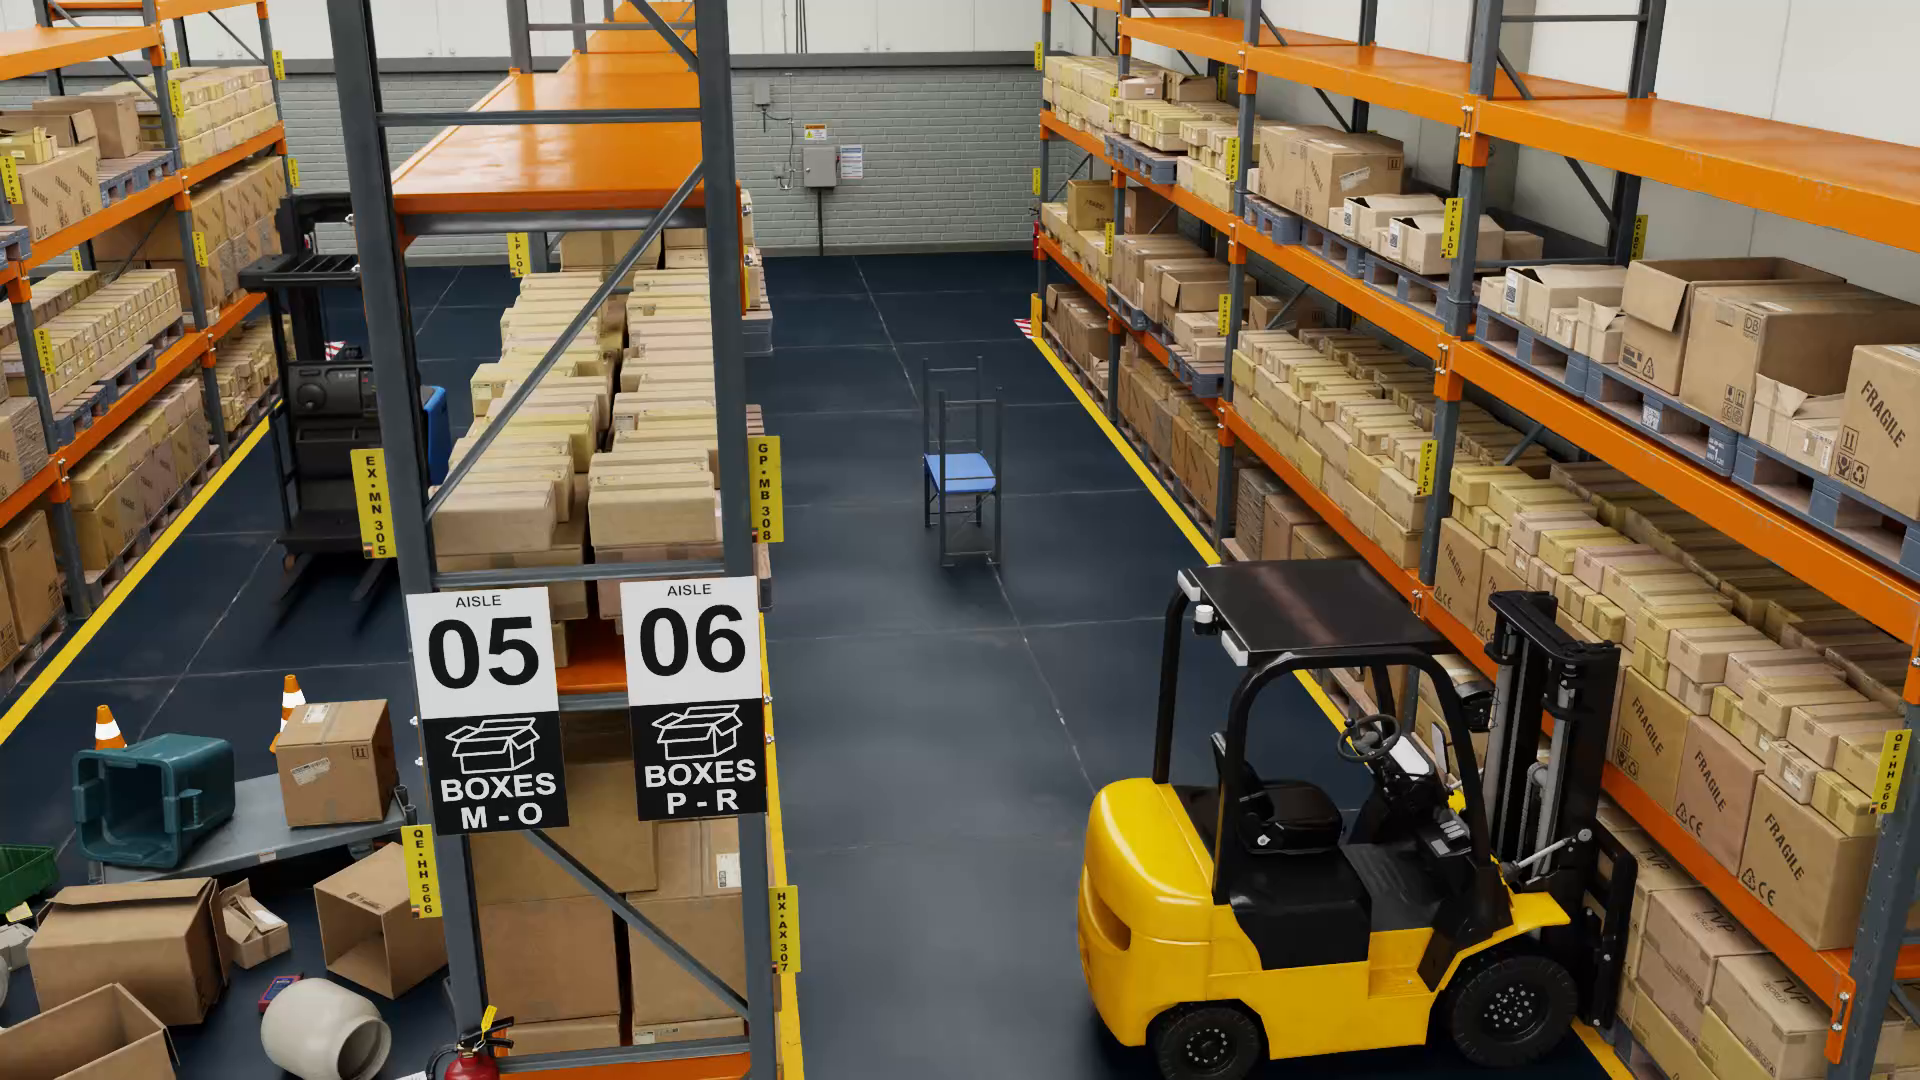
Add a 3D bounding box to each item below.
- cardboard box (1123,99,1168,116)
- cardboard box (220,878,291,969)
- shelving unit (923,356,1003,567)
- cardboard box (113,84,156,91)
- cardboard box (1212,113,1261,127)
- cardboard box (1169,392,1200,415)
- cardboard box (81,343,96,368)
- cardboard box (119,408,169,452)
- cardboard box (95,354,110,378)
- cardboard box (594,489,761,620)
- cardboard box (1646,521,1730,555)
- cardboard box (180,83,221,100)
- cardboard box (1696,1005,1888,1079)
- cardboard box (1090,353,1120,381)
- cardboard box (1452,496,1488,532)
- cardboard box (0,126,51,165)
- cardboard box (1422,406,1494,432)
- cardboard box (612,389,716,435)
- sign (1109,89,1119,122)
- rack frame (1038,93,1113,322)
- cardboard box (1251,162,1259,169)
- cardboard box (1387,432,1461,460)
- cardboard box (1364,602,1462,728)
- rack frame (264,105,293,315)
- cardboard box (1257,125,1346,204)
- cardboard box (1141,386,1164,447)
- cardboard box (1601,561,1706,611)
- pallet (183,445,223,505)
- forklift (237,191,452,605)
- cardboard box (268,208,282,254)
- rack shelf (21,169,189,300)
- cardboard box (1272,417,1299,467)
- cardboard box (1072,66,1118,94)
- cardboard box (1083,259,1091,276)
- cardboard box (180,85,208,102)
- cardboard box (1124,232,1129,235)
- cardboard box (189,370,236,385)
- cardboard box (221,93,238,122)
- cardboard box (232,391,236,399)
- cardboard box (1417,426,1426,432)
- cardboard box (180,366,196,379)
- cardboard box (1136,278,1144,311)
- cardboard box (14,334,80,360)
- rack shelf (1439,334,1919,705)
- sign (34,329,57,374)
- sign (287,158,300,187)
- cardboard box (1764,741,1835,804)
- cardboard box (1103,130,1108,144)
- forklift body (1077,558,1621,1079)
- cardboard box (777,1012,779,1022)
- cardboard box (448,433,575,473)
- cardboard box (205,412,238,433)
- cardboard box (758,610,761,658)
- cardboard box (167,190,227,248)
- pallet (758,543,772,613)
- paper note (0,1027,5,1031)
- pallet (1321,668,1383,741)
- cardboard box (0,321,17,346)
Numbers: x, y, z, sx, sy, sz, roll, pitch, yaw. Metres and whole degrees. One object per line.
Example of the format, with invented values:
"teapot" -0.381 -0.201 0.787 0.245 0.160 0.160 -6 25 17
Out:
"cardboard box" 1.791 -4.166 16.061 0.380 0.149 0.250 -3 21 -7
"cardboard box" -3.691 1.983 8.603 0.396 0.266 0.258 17 27 39
"shelving unit" 0.012 -0.673 13.949 0.538 1.500 1.048 -3 21 -8
"cardboard box" -8.249 -4.471 16.616 0.380 0.149 0.250 -3 21 -8
"cardboard box" 2.480 -3.750 14.948 0.380 0.149 0.250 -2 21 -6
"cardboard box" 2.165 -1.273 15.458 0.380 0.149 0.250 -4 21 -10
"cardboard box" -7.135 -1.458 13.241 0.380 0.149 0.250 -3 21 -8
"cardboard box" -7.213 -0.945 14.433 0.500 0.250 0.500 -4 21 -10
"cardboard box" -7.169 -1.405 13.523 0.380 0.149 0.250 -2 21 -6
"cardboard box" -0.917 0.035 5.413 0.500 0.250 0.500 -3 21 -9
"cardboard box" 3.734 0.019 8.456 0.380 0.149 0.250 -3 21 -9
"cardboard box" -7.666 -4.500 16.695 0.380 0.149 0.250 -2 21 -5
"cardboard box" 3.424 2.149 6.864 0.500 0.250 0.500 -3 21 -8
"cardboard box" 1.651 -1.928 18.472 0.396 0.266 0.258 -2 21 -6
"cardboard box" 3.012 -0.167 9.381 0.380 0.149 0.250 -3 21 -9
"cardboard box" -7.005 -2.932 12.329 0.396 0.266 0.258 -3 21 -8
"cardboard box" 3.298 -0.780 11.022 0.380 0.149 0.250 -3 21 -8
"cardboard box" -1.077 -0.446 6.129 0.380 0.149 0.250 -3 21 -8
"sign" 1.538 -4.327 16.563 0.100 0.325 0.005 -3 21 -8
"rack frame" 1.497 -4.095 20.967 1.000 3.000 0.127 -3 21 -8
"cardboard box" 2.361 -2.957 13.279 0.380 0.149 0.250 -2 21 -7
"cardboard box" 2.920 -0.574 10.469 0.380 0.149 0.250 -3 21 -8
"cardboard box" 3.140 0.796 10.667 0.875 0.625 0.625 -2 21 -5
"rack frame" -8.298 -3.559 19.531 1.000 3.000 0.127 -3 21 -8
"cardboard box" 2.513 -2.758 12.213 0.500 0.500 0.500 -3 21 -7
"cardboard box" 2.075 -1.200 16.189 0.500 0.500 0.500 -4 21 -9
"cardboard box" 3.297 0.223 7.912 0.380 0.149 0.250 -3 21 -8
"pallet" -7.608 -0.598 15.590 1.003 0.211 1.213 -3 21 -8
"forklift" -4.975 -1.227 13.386 1.130 2.935 3.031 -2 21 -5
"cardboard box" -7.910 -3.424 18.602 0.500 0.500 0.500 -3 21 -9
"rack shelf" -7.433 -2.549 13.570 1.077 0.370 4.000 -3 21 -8
"cardboard box" 2.621 -0.736 12.189 0.500 0.250 0.500 -4 21 -10
"cardboard box" 1.537 -5.111 18.475 0.500 0.250 0.500 -2 21 -6
"cardboard box" 1.582 -3.047 18.520 0.380 0.149 0.250 -3 21 -9
"cardboard box" -7.672 -4.403 16.436 0.380 0.149 0.250 -4 21 -9
"cardboard box" 2.118 -3.316 18.671 0.500 0.250 0.500 -2 21 -7
"cardboard box" -7.632 -1.627 16.983 0.380 0.149 0.250 -3 21 -9
"cardboard box" -7.773 -4.451 17.134 0.500 0.250 0.500 -4 21 -10
"cardboard box" -7.653 -1.482 17.019 0.380 0.149 0.250 -3 21 -8
"cardboard box" 3.282 -0.645 11.231 0.500 0.250 0.500 -3 21 -9
"cardboard box" -8.110 -1.690 17.151 0.380 0.149 0.250 -2 21 -6
"cardboard box" 1.894 -2.343 15.869 0.396 0.266 0.258 -2 21 -5
"cardboard box" -7.092 -1.494 12.913 0.380 0.149 0.250 -3 21 -8
"rack shelf" 3.515 -0.316 7.590 1.077 0.370 4.000 -3 21 -8
"sign" -6.596 -1.360 11.991 0.100 0.325 0.005 -3 21 -8
"sign" -7.746 -4.270 19.330 0.100 0.325 0.005 -3 21 -8
"cardboard box" 3.410 0.901 6.520 0.380 0.149 0.250 -3 21 -7
"cardboard box" 1.697 -4.192 17.299 0.380 0.149 0.250 -3 21 -8
"forklift body" 1.725 1.278 7.795 2.313 2.155 1.214 -3 21 -8
"cardboard box" -1.034 1.954 7.029 0.500 0.500 0.500 -4 21 -10
"cardboard box" -1.503 -0.245 5.593 0.380 0.149 0.250 -3 21 -8
"cardboard box" -7.456 -1.177 16.629 0.380 0.149 0.250 -4 21 -10
"cardboard box" -0.834 0.278 5.332 0.380 0.149 0.250 -3 21 -8
"cardboard box" -7.635 -3.175 16.508 0.500 0.500 0.500 -4 21 -9
"pallet" -1.651 0.129 9.931 1.003 0.211 1.213 -3 21 -8
"paper note" -4.562 2.369 7.916 0.172 0.023 0.155 4 21 11
"pallet" 3.082 1.113 11.009 1.003 0.211 1.213 -3 21 -8
"cardboard box" -7.812 -1.647 13.321 0.380 0.149 0.250 -3 21 -8
